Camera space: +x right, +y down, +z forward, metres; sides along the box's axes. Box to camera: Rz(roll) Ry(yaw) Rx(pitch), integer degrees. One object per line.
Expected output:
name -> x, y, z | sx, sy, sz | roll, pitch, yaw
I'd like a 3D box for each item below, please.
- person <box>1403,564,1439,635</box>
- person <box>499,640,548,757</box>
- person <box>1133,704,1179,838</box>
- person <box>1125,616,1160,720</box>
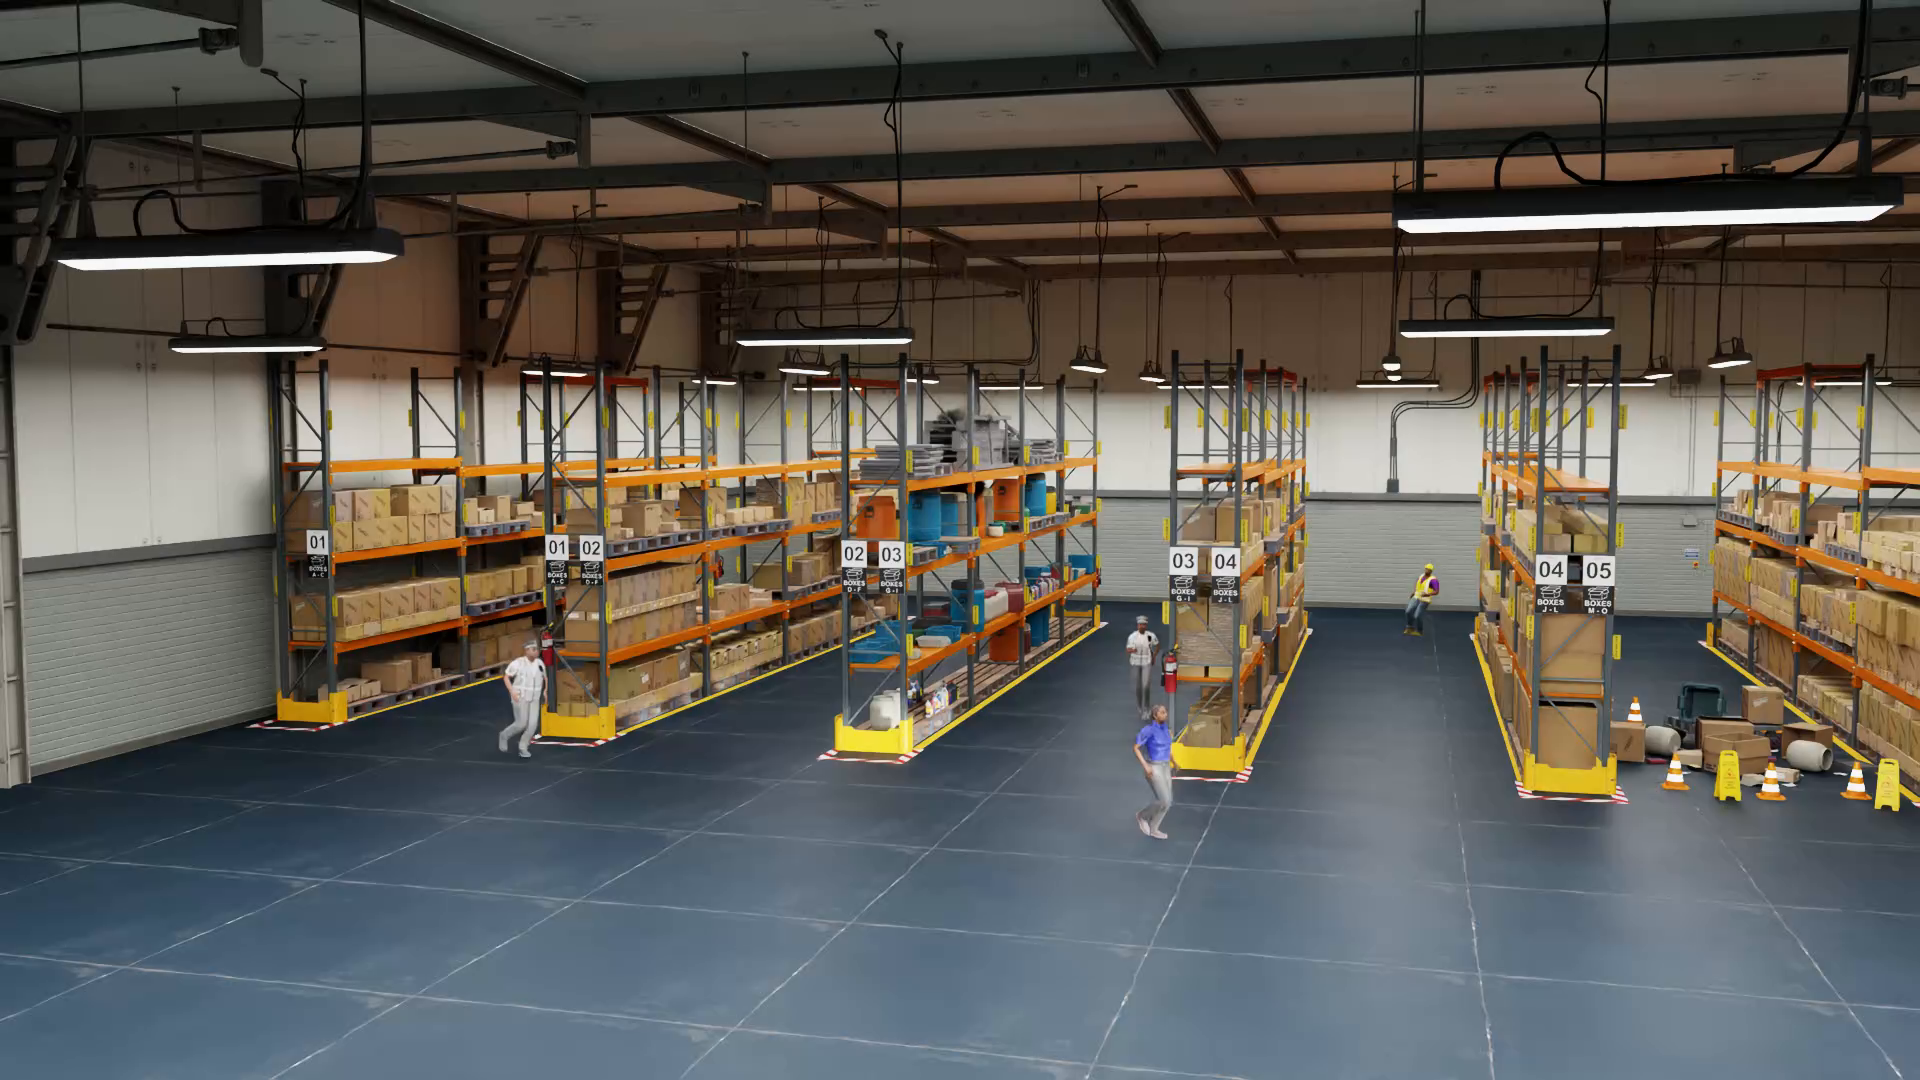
person -> 10.647, 1.387, 38.466 | 0.571, 1.694, 0.794 | -3, 5, -32
person -> -6.497, 2.350, 24.941 | 0.606, 1.724, 0.726 | 4, 5, 41
person -> 2.366, 2.767, 19.904 | 0.493, 1.620, 0.580 | 4, 6, 43
person -> 3.069, 2.147, 28.013 | 0.556, 1.750, 0.714 | 1, 4, 12
